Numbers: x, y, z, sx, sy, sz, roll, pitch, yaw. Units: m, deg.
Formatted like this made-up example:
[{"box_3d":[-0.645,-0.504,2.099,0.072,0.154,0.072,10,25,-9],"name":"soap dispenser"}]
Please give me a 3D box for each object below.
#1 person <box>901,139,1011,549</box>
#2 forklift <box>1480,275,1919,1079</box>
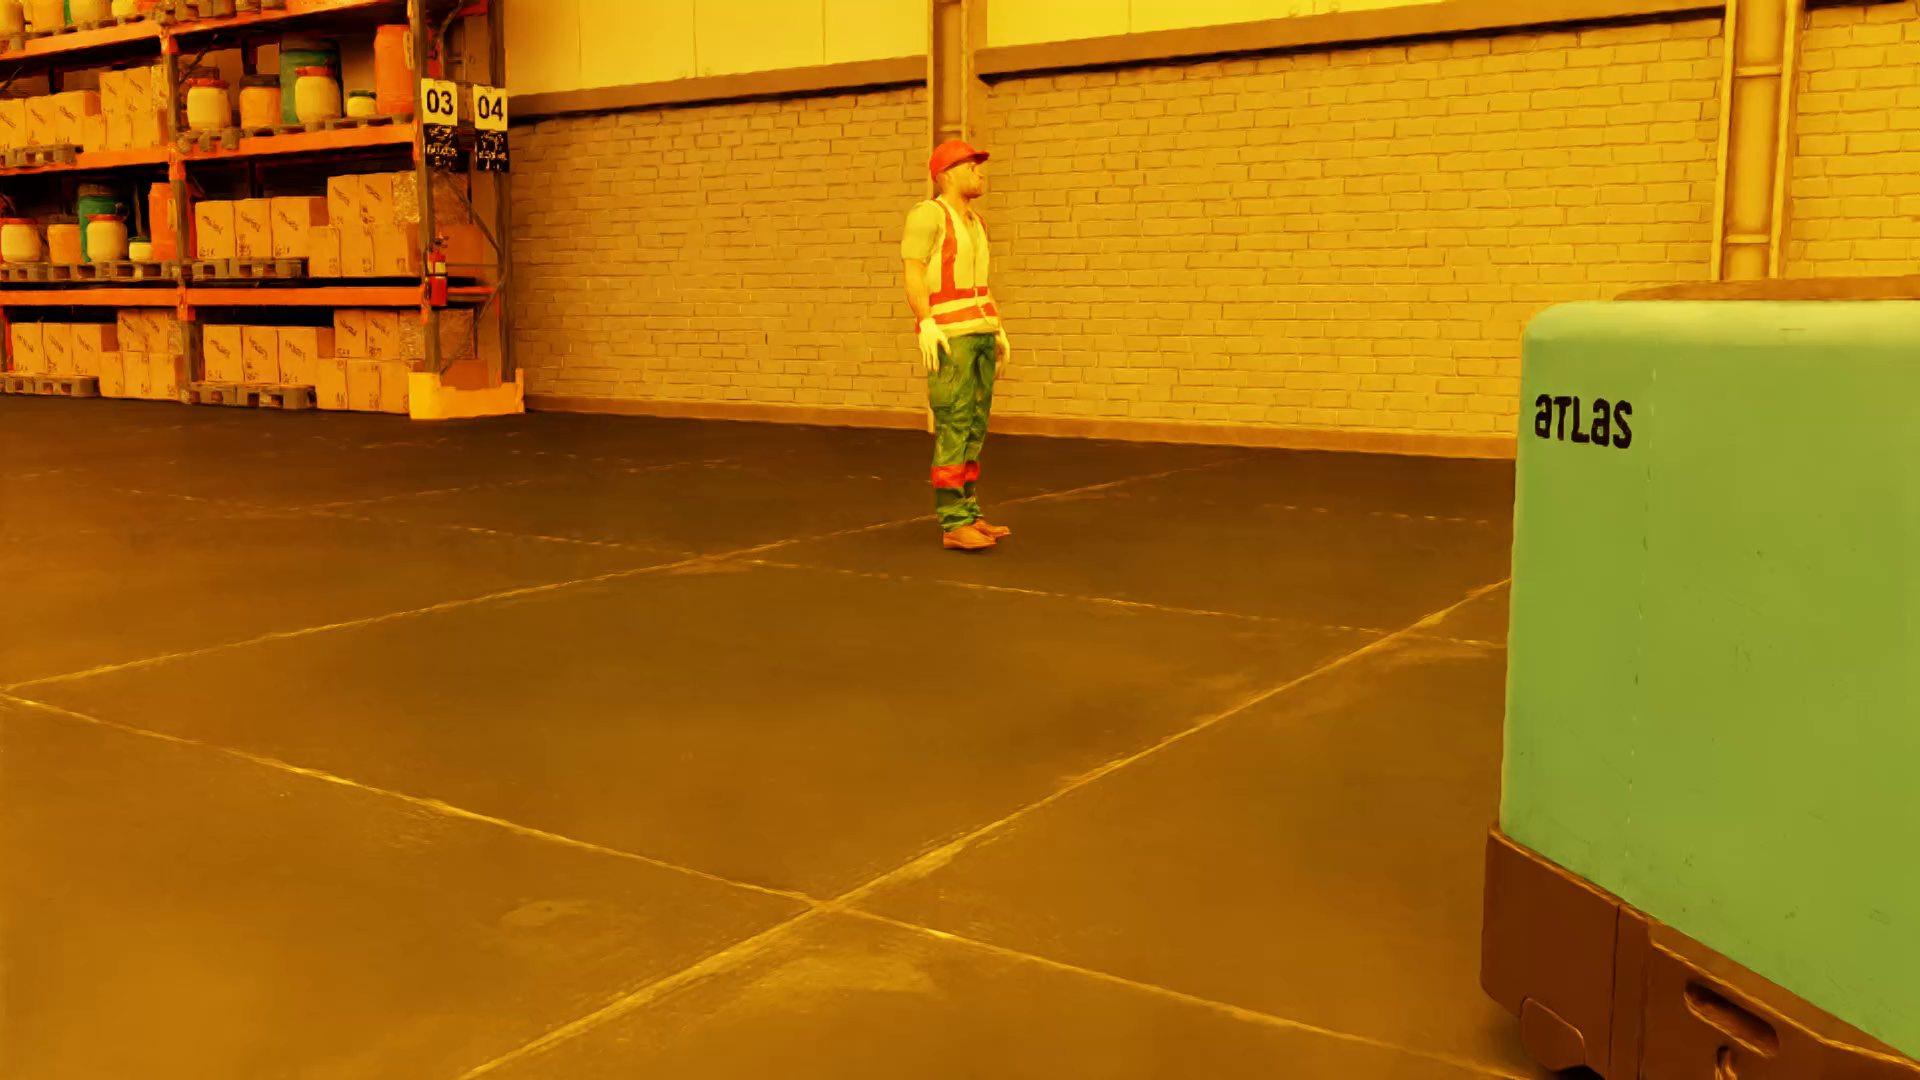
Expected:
[{"box_3d":[0.060,-0.885,7.423,0.563,1.787,0.637,5,10,34],"name":"person"},{"box_3d":[1.630,-0.541,0.998,1.130,2.935,3.031,-2,8,-14],"name":"forklift"}]
